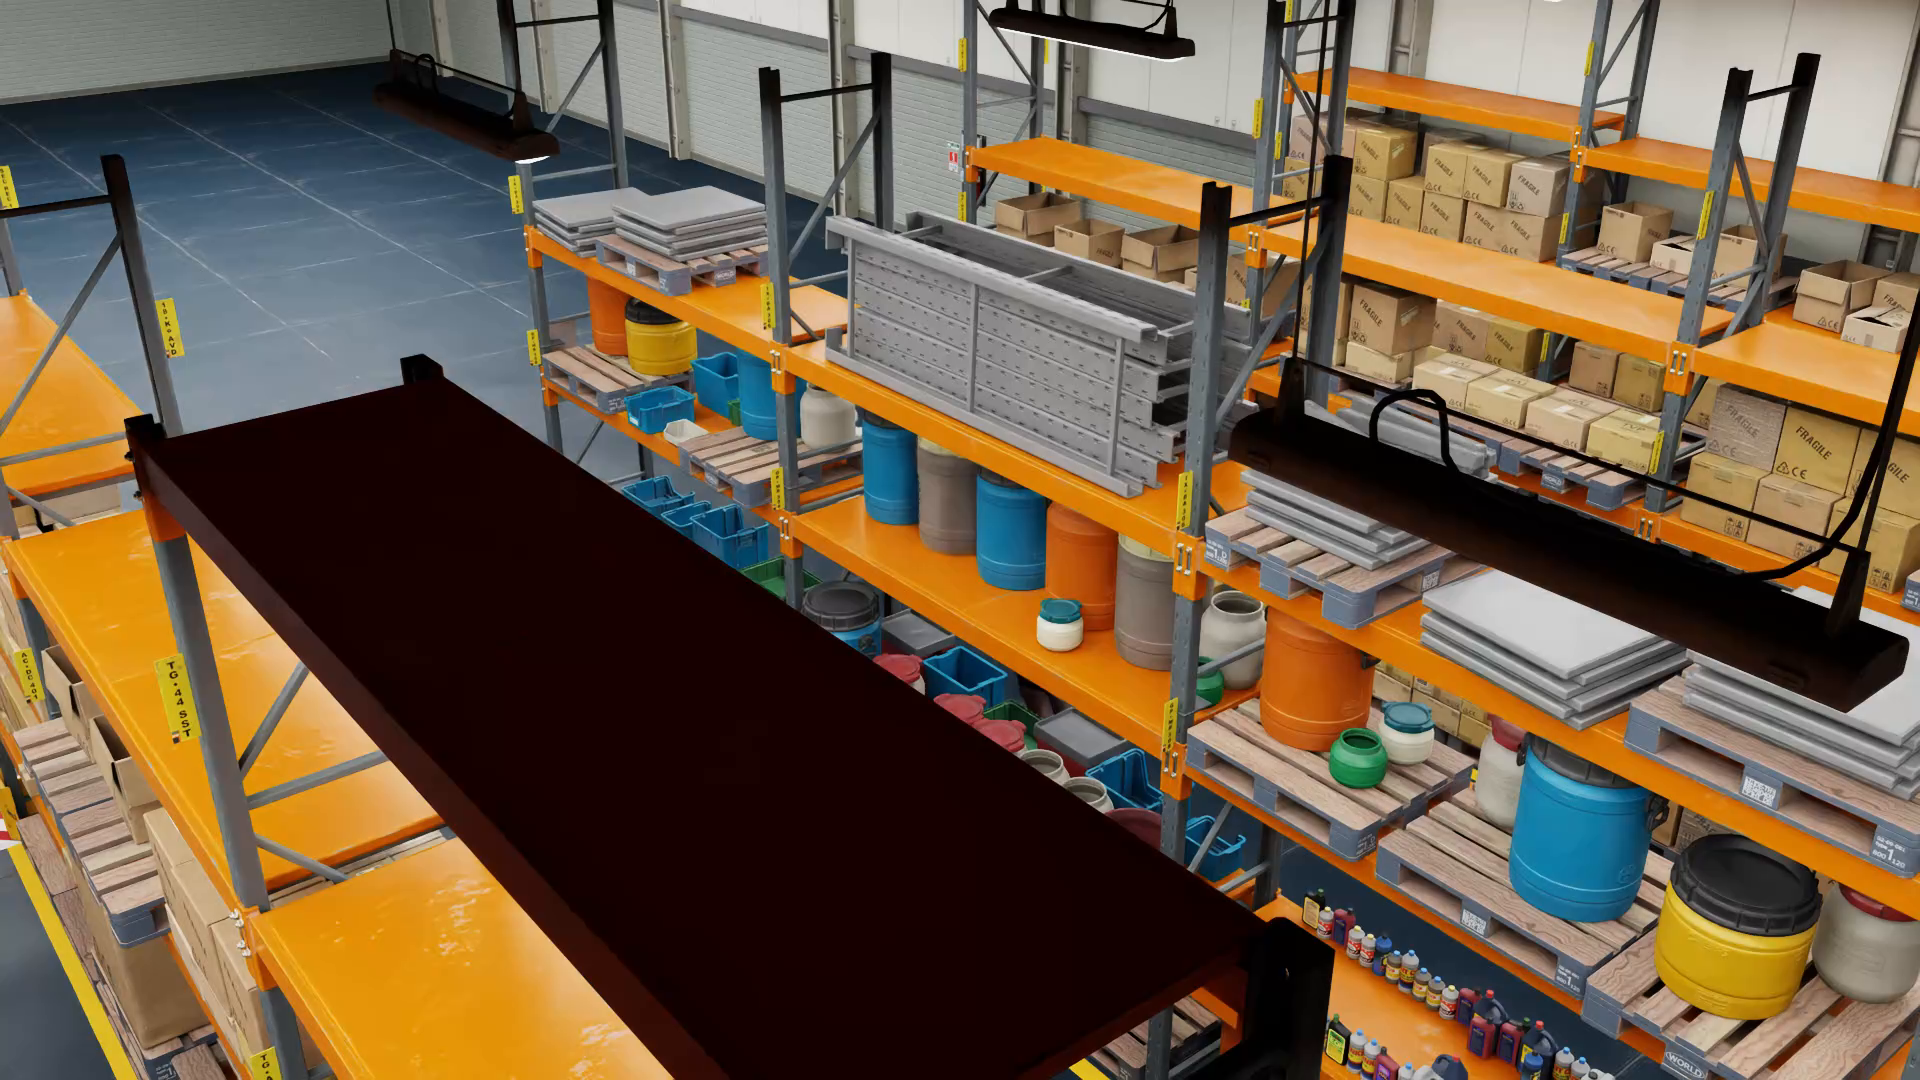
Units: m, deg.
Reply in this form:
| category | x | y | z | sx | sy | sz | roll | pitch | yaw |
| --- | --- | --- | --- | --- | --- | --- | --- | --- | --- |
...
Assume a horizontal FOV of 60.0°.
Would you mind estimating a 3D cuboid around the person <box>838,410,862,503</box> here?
| category | x | y | z | sx | sy | sz | roll | pitch | yaw |
| --- | --- | --- | --- | --- | --- | --- | --- | --- | --- |
| person | -1.225 | -0.616 | 17.474 | 1.041 | 1.731 | 0.557 | 11 | 28 | 21 |

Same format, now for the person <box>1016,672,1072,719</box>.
| category | x | y | z | sx | sy | sz | roll | pitch | yaw |
| --- | --- | --- | --- | --- | --- | --- | --- | --- | --- |
| person | 0.721 | 1.175 | 13.615 | 0.644 | 1.617 | 0.751 | -19 | 32 | -34 |
